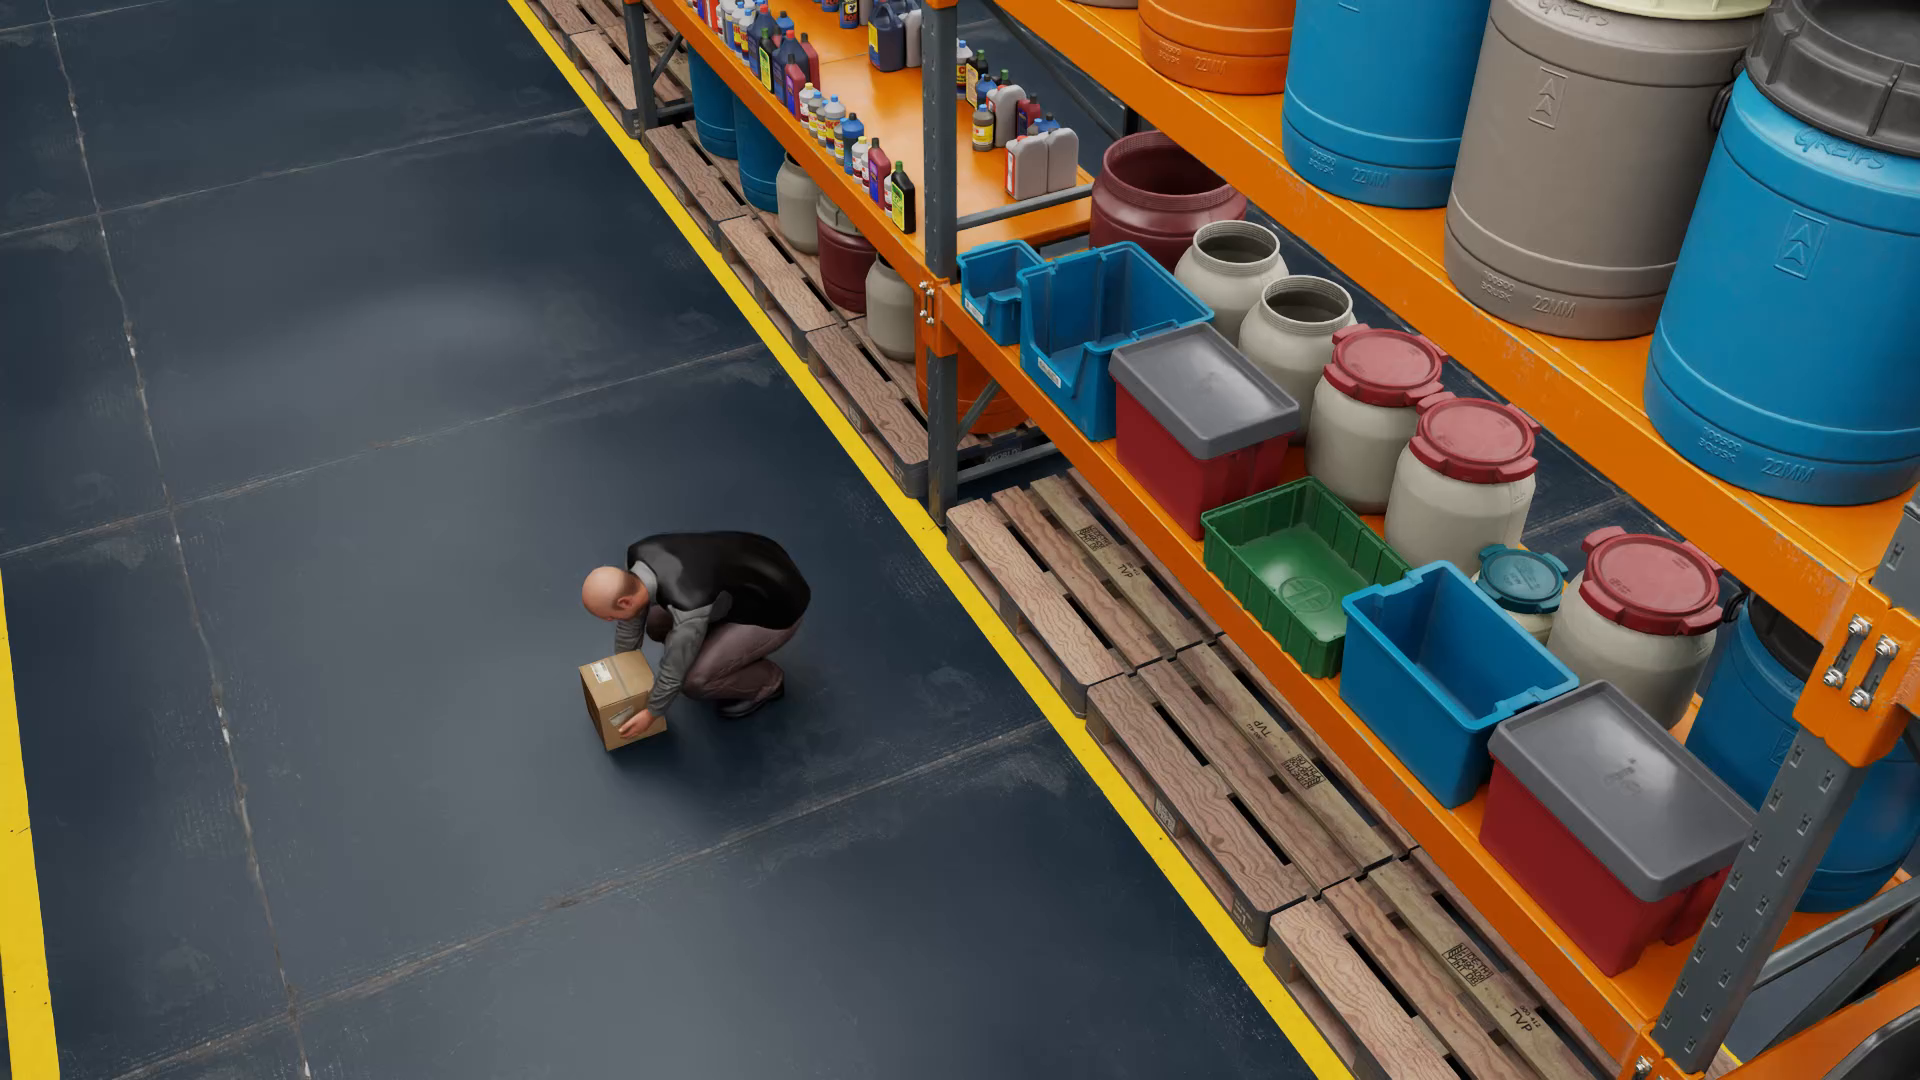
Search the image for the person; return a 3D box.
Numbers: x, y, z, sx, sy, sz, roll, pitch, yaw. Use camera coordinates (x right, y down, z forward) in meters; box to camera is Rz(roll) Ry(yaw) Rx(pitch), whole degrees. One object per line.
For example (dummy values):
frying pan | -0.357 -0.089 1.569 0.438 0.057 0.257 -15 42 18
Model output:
person | -1.018 0.307 6.494 0.873 0.851 0.532 -19 44 -20
